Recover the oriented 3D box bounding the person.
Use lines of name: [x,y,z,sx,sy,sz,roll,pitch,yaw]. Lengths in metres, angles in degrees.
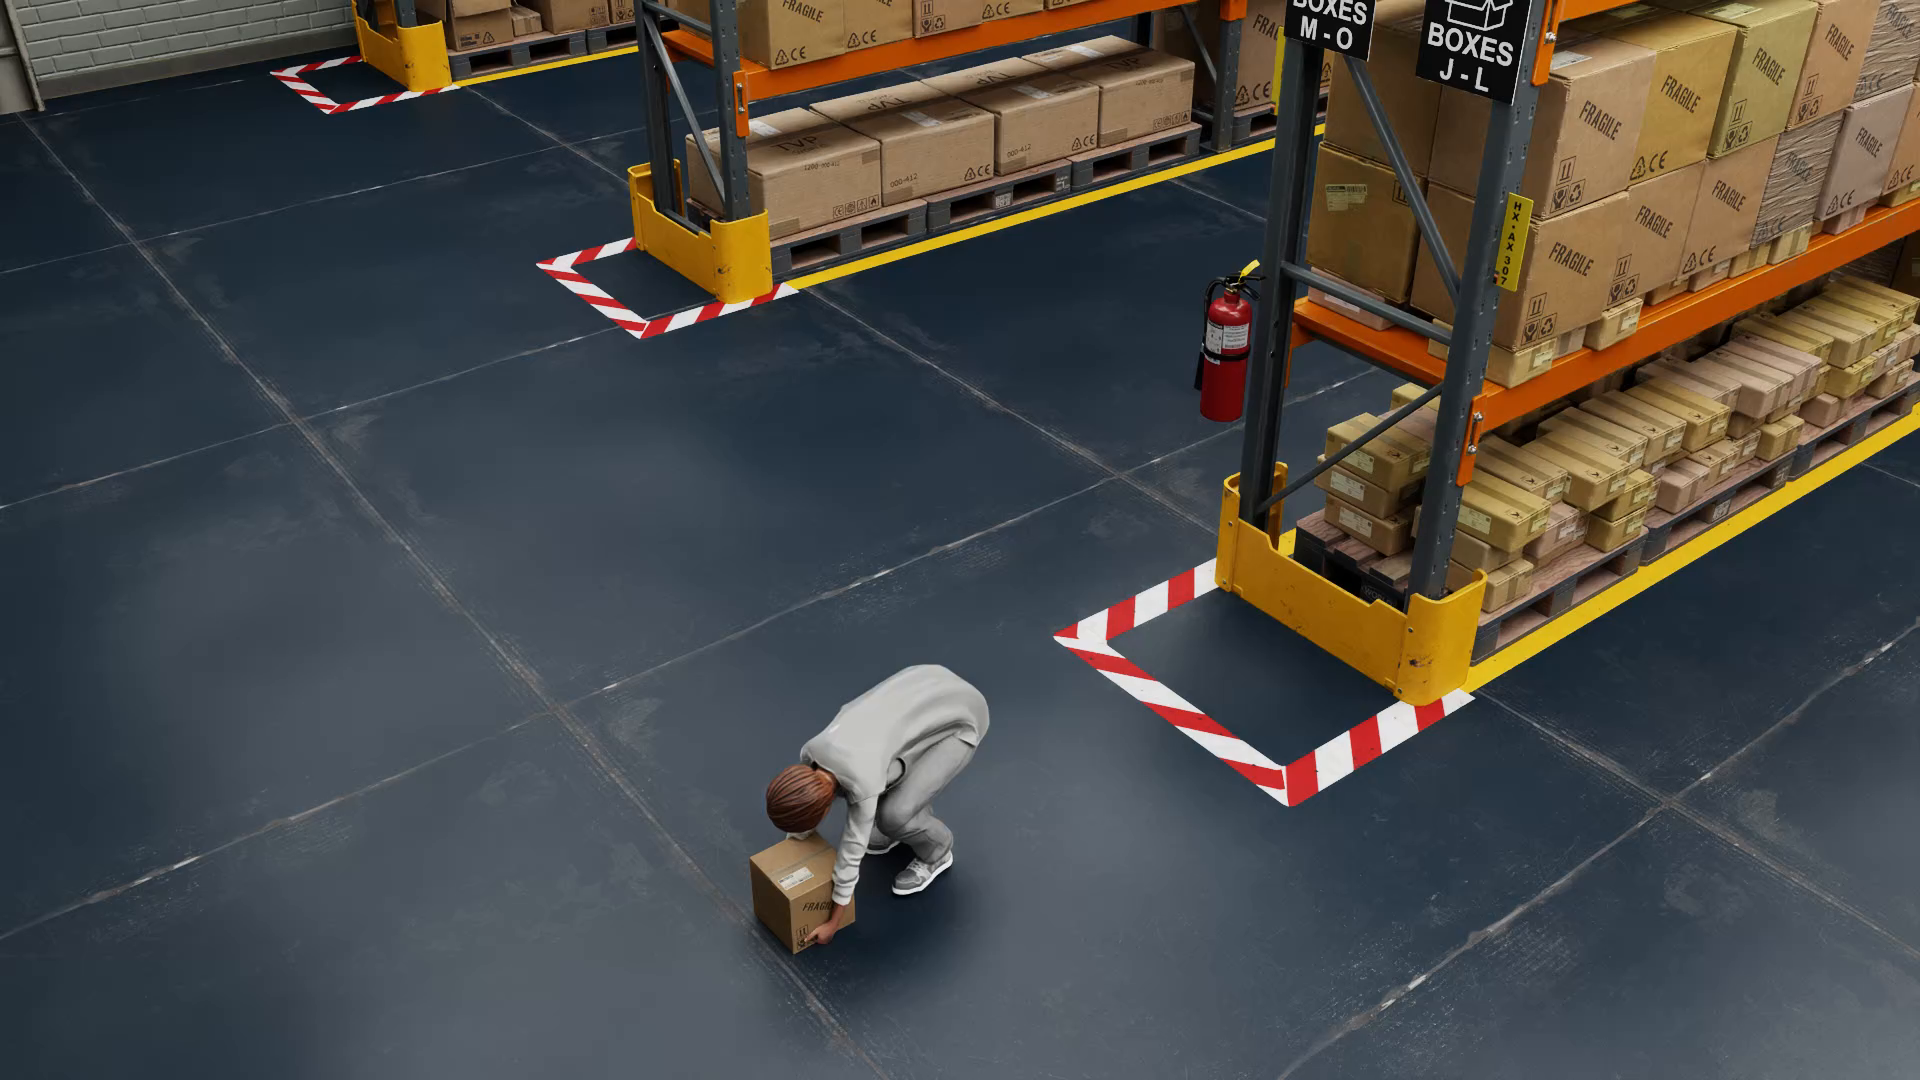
person: [-0.278,0.861,5.602,0.871,0.777,0.422,-24,40,-33]
